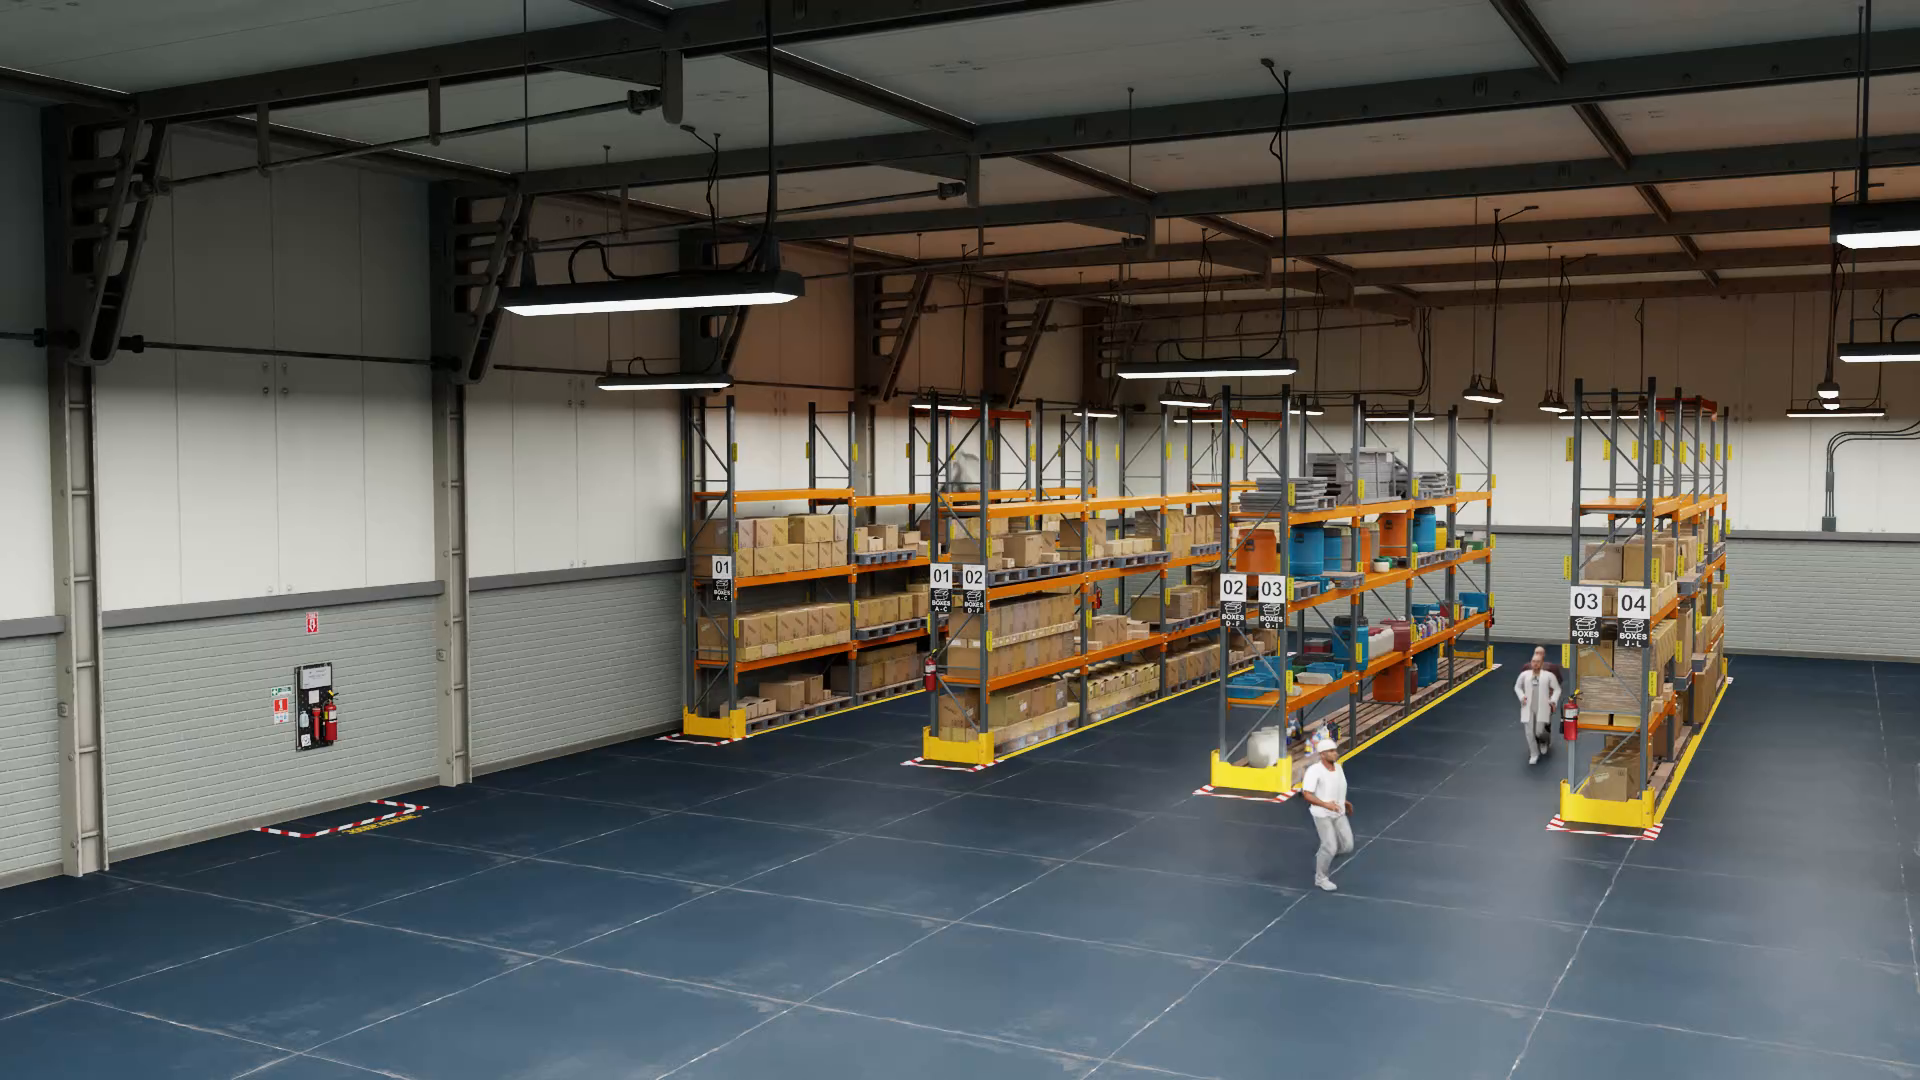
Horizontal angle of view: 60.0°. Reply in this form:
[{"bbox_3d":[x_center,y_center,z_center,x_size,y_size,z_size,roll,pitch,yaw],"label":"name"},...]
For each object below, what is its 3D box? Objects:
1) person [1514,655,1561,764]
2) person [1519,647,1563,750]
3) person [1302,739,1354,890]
[{"bbox_3d":[9.322,2.729,26.870,0.688,1.735,0.637,2,3,29],"label":"person"},{"bbox_3d":[9.716,2.661,27.915,0.703,1.728,0.654,1,3,26],"label":"person"},{"bbox_3d":[4.241,3.138,19.041,0.698,1.723,0.579,-2,4,-34],"label":"person"}]
